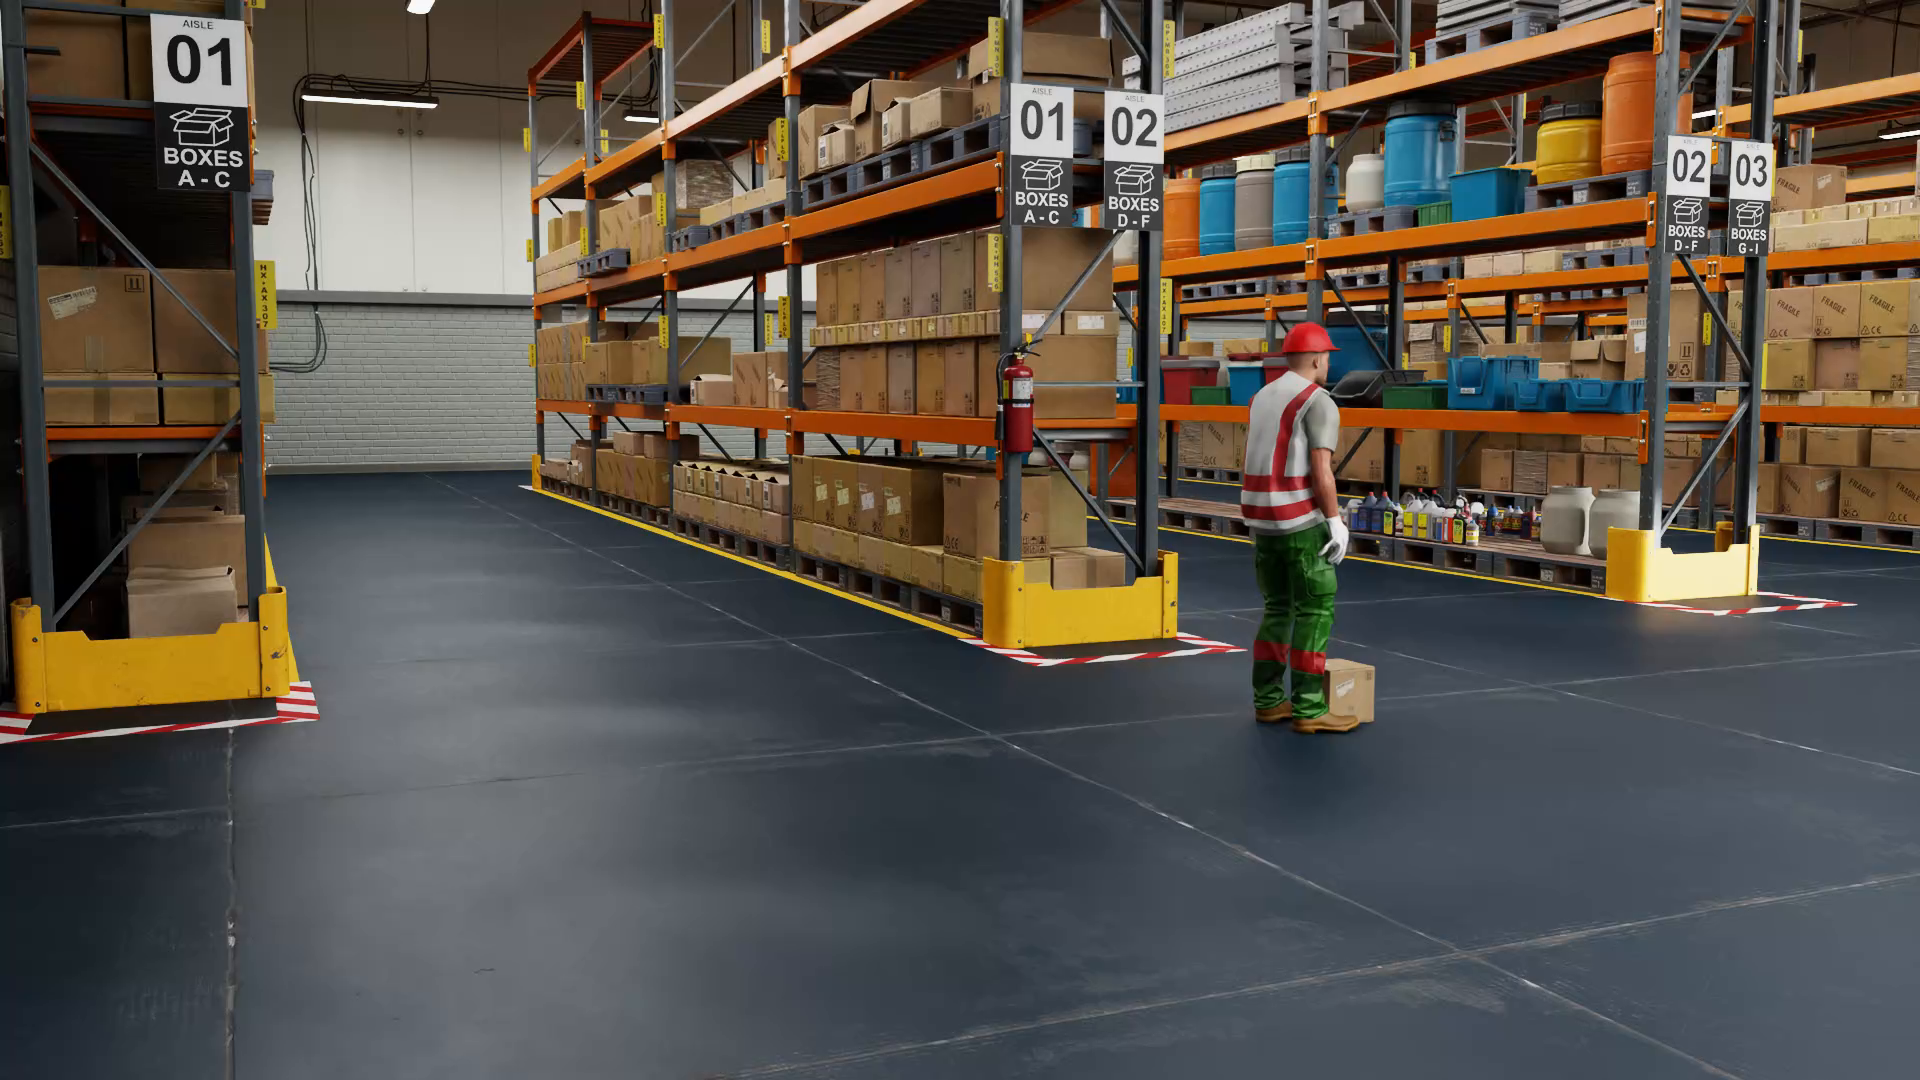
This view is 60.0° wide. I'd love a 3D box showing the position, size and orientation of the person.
[{"bbox_3d":[1.482,-0.066,7.338,0.452,1.778,0.613,-3,6,-27],"label":"person"}]
